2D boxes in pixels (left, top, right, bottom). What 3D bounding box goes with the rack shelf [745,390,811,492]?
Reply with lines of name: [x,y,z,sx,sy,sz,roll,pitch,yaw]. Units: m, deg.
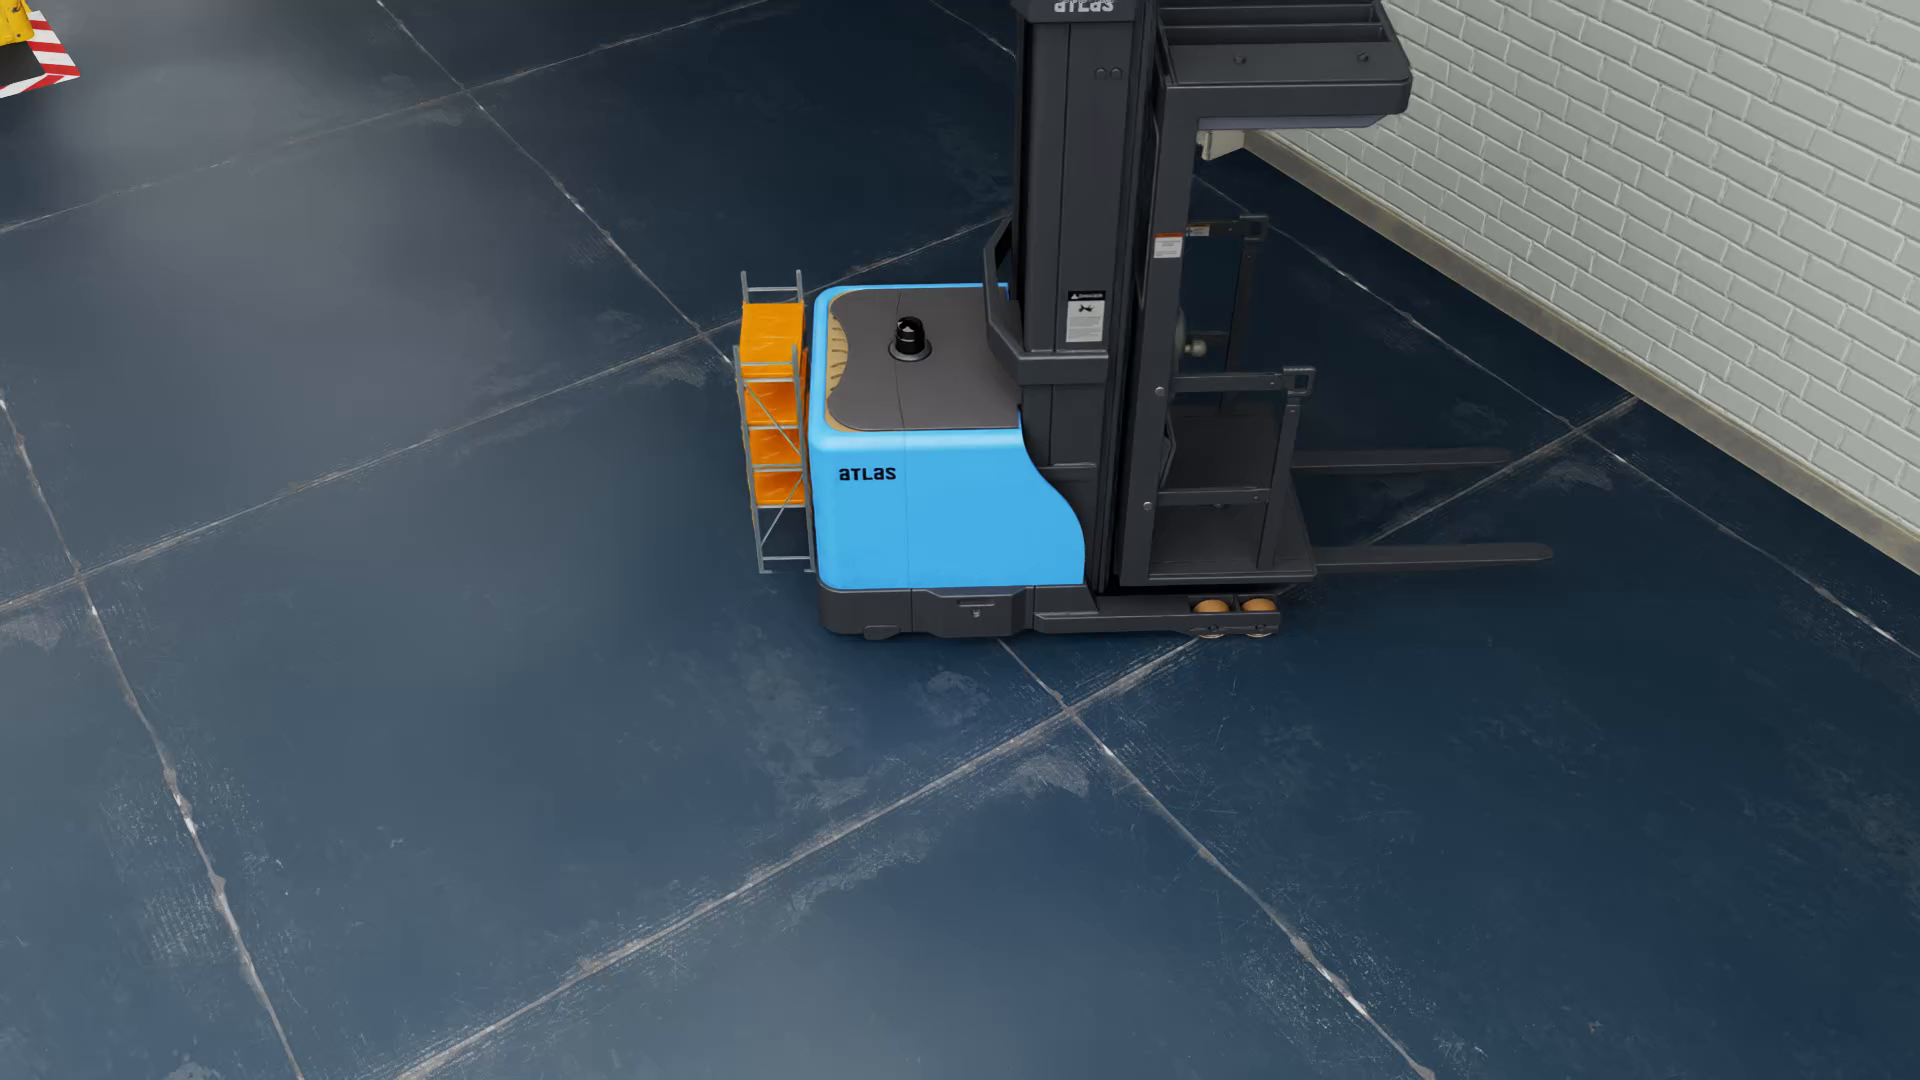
rack shelf: [-0.744,-0.417,6.907,0.258,0.148,0.480,-1,44,-1]

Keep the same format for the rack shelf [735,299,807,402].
rack shelf: [-0.744,-0.750,6.589,0.258,0.148,0.480,-1,44,-1]

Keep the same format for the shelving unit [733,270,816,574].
shelving unit: [-0.744,-0.466,6.860,0.258,1.200,0.503,-1,44,-1]

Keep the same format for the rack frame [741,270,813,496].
rack frame: [-0.753,-0.634,7.037,0.240,1.200,0.015,-1,44,-1]

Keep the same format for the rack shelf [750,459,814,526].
rack shelf: [-0.744,-0.274,7.044,0.258,0.148,0.480,-1,44,-1]

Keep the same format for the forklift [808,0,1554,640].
forklift: [0.923,-1.024,6.191,3.031,2.935,1.130,-1,44,-1]

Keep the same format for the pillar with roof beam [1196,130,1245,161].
pillar with roof beam: [-2.104,-3.894,4.803,9.100,9.000,0.400,-26,49,-24]

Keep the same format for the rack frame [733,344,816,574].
rack frame: [-0.735,-0.298,6.684,0.240,1.200,0.015,-1,44,-1]

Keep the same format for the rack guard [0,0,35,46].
rack guard: [-6.459,-3.249,10.282,1.175,0.500,0.348,-26,49,-24]

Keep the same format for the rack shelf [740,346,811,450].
rack shelf: [-0.744,-0.579,6.752,0.258,0.148,0.480,-1,44,-1]
